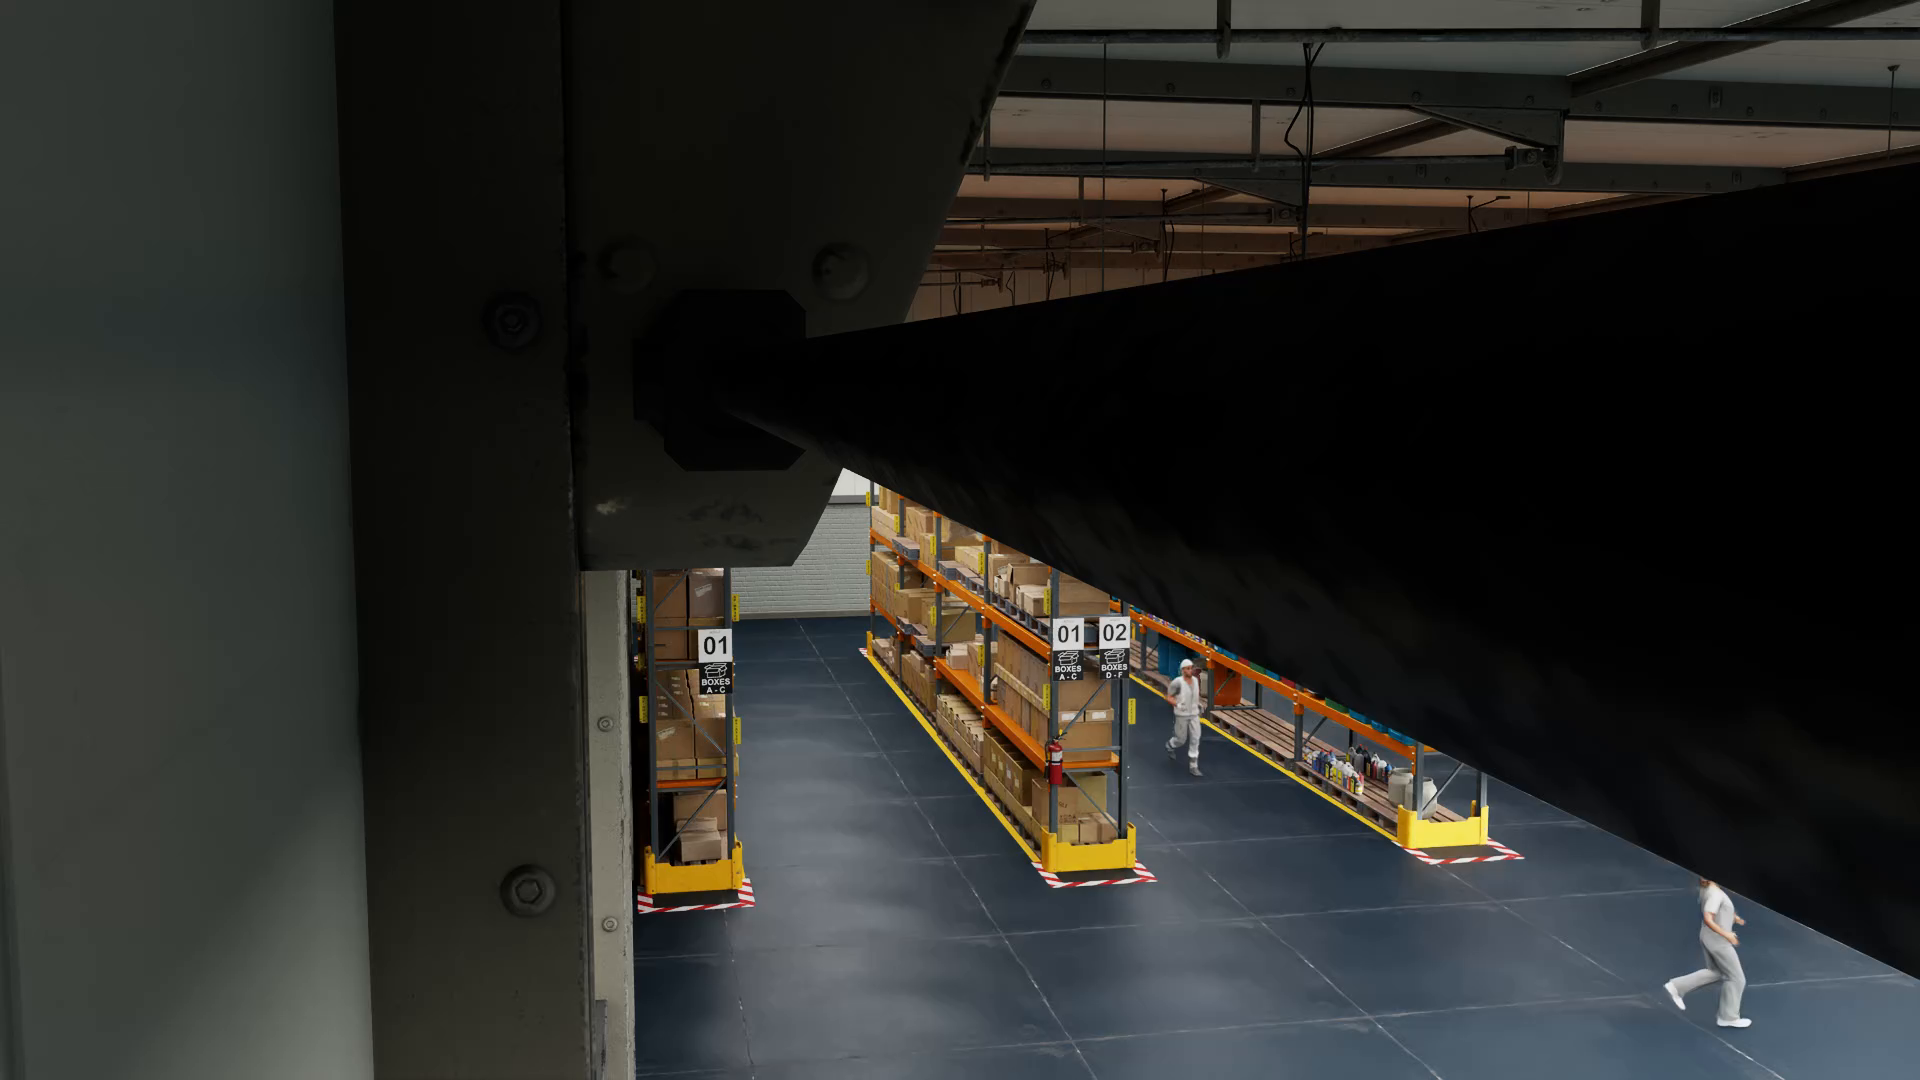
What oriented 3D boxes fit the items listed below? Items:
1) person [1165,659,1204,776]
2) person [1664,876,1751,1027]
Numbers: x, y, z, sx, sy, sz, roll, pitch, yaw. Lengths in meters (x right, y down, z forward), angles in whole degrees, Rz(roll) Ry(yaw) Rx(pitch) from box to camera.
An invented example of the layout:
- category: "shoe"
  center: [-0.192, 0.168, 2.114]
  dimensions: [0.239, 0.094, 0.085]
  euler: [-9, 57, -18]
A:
- category: "person"
  center: [3.518, 2.739, 25.953]
  dimensions: [0.653, 1.774, 0.959]
  euler: [-2, 6, -22]
- category: "person"
  center: [7.235, 3.855, 15.942]
  dimensions: [0.724, 1.632, 0.573]
  euler: [1, 6, 10]
